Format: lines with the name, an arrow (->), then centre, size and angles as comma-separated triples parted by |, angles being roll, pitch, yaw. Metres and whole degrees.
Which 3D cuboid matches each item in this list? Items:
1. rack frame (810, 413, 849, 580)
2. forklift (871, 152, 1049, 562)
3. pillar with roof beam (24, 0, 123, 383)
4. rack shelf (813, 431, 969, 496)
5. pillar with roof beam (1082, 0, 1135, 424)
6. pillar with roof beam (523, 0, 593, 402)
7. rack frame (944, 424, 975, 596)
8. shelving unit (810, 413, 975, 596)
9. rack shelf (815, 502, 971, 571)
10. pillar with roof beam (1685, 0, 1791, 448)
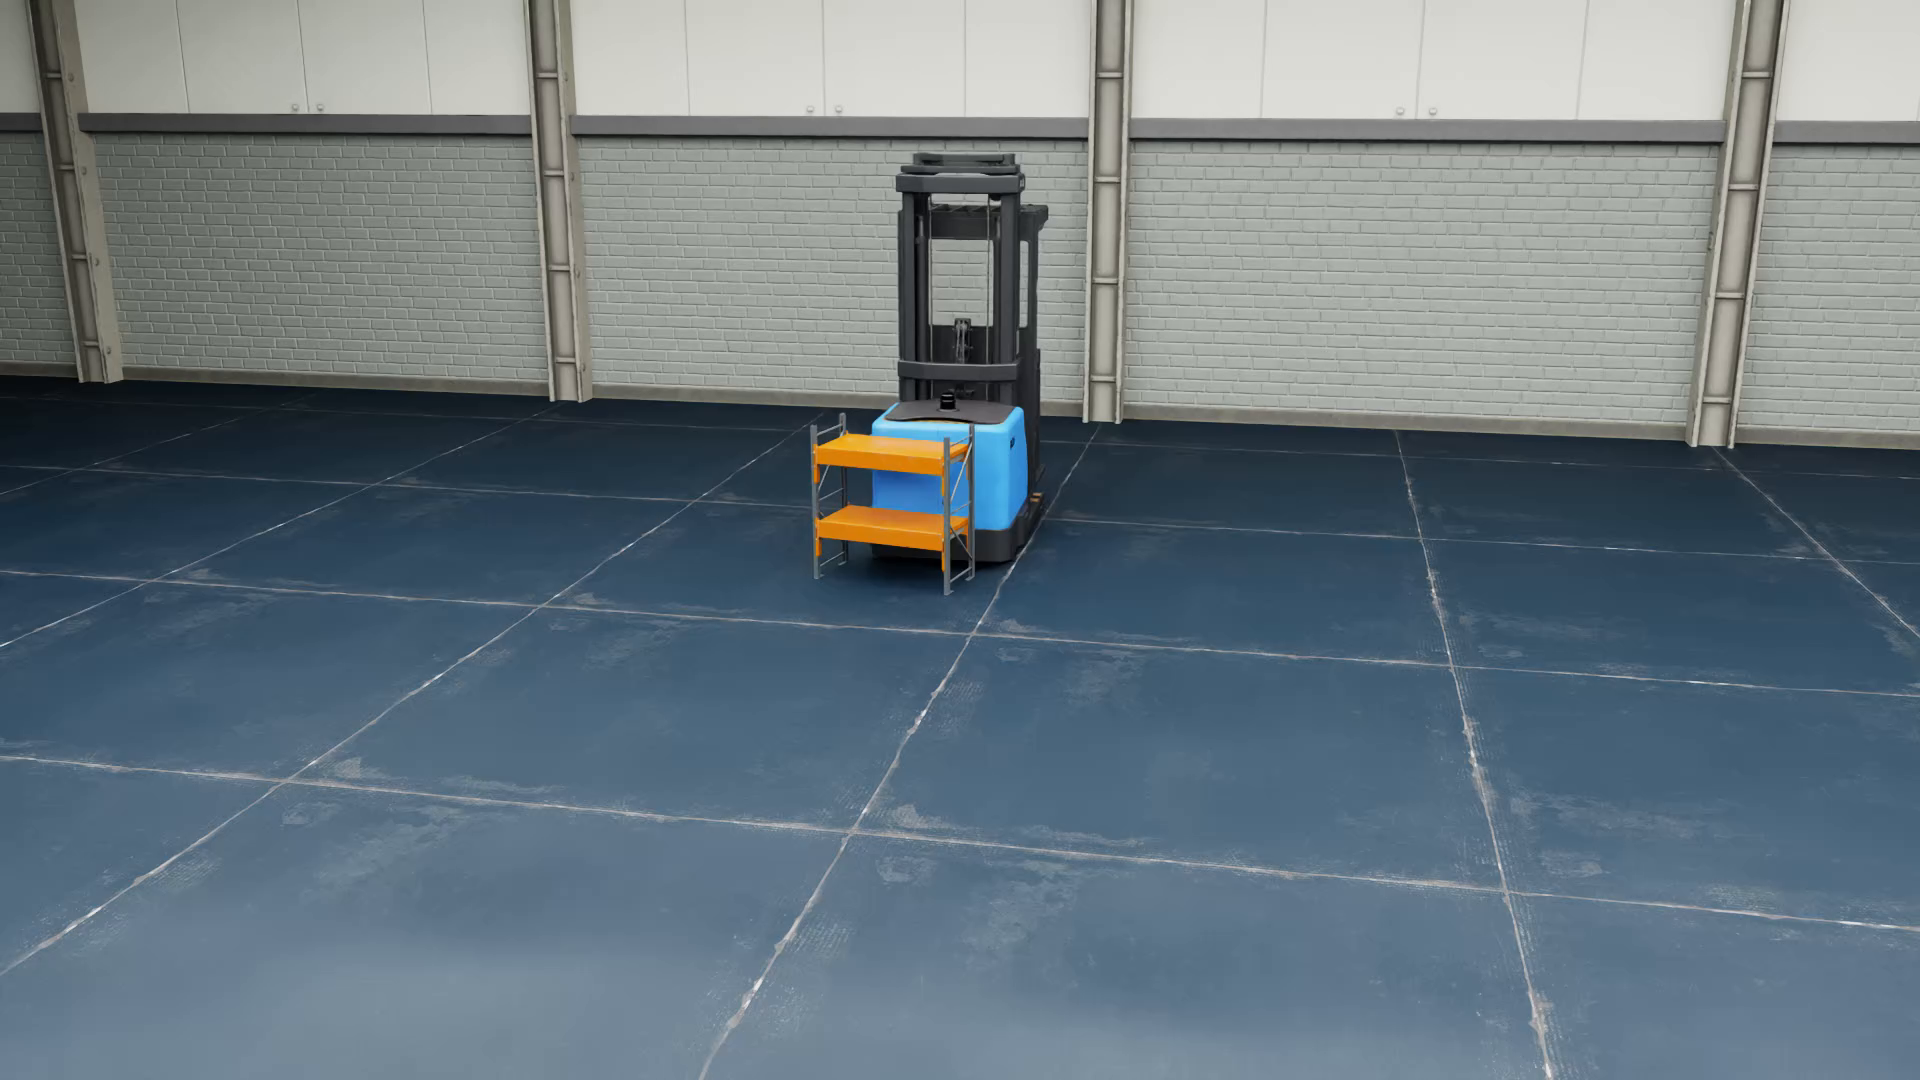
rack frame -> -0.942, -0.320, 12.042 | 0.032, 1.125, 0.500 | 6, 17, 22
forklift -> 0.103, -1.601, 13.281 | 1.130, 2.935, 3.031 | 3, 16, 10
pillar with roof beam -> -11.107, -5.115, 14.599 | 0.400, 9.000, 9.100 | 3, 16, 11
rack shelf -> -0.473, -0.550, 11.776 | 1.000, 0.278, 0.538 | 6, 17, 22
pillar with roof beam -> 0.653, -4.476, 12.294 | 0.400, 9.000, 9.100 | 3, 16, 11
pillar with roof beam -> -5.227, -4.795, 13.447 | 0.400, 9.000, 9.100 | 3, 16, 11
rack frame -> -0.003, -0.216, 11.666 | 0.032, 1.125, 0.500 | 6, 17, 22
shelving unit -> -0.473, -0.268, 11.854 | 1.048, 1.125, 0.538 | 6, 17, 22
rack shelf -> -0.473, -0.033, 11.919 | 1.000, 0.278, 0.538 | 6, 17, 22
pillar with roof beam -> 6.532, -4.157, 11.142 | 0.400, 9.000, 9.100 | 3, 16, 11
